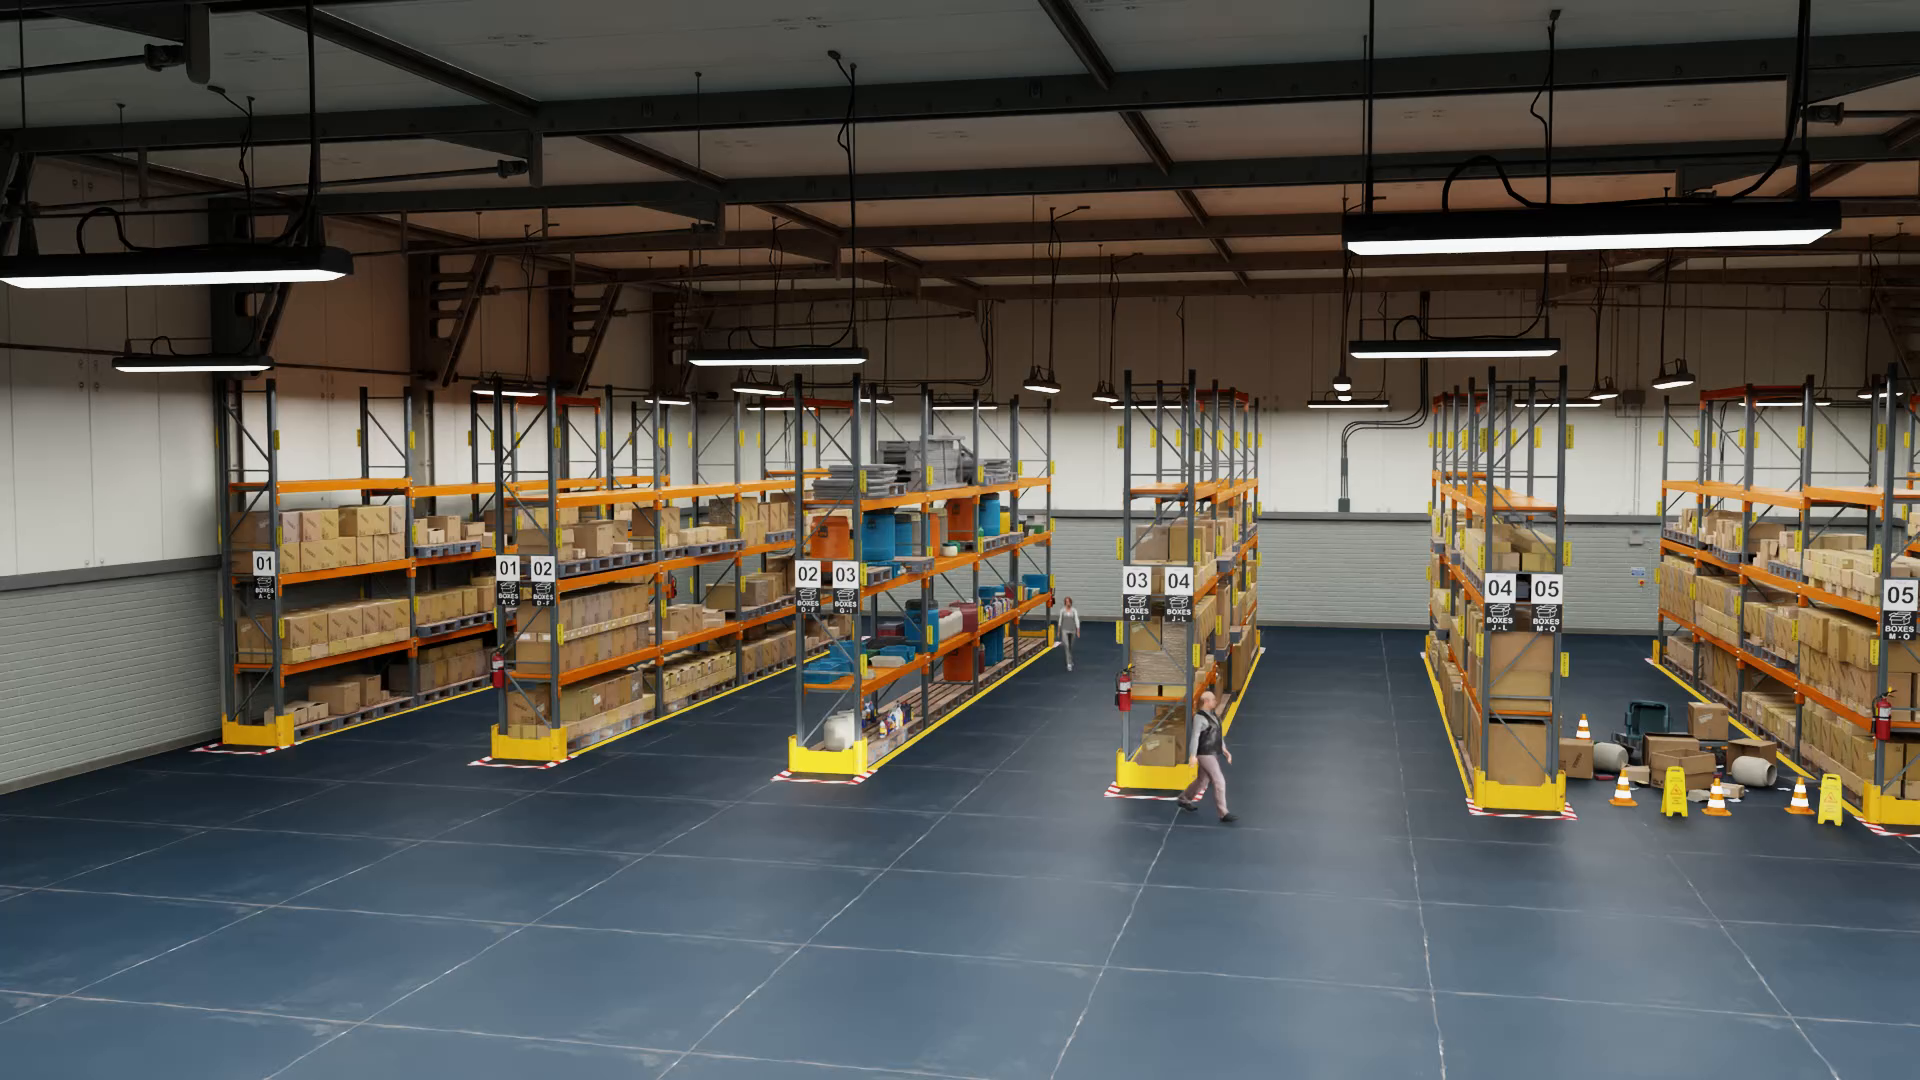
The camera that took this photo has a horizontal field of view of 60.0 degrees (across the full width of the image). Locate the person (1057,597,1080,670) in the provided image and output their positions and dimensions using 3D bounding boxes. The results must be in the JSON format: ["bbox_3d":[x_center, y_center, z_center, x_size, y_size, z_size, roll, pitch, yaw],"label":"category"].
[{"bbox_3d":[2.398,2.021,36.394,0.457,1.542,0.933,-1,3,-10],"label":"person"}]

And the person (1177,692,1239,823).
[{"bbox_3d":[3.301,2.853,22.046,0.969,1.687,0.556,2,4,25],"label":"person"}]
